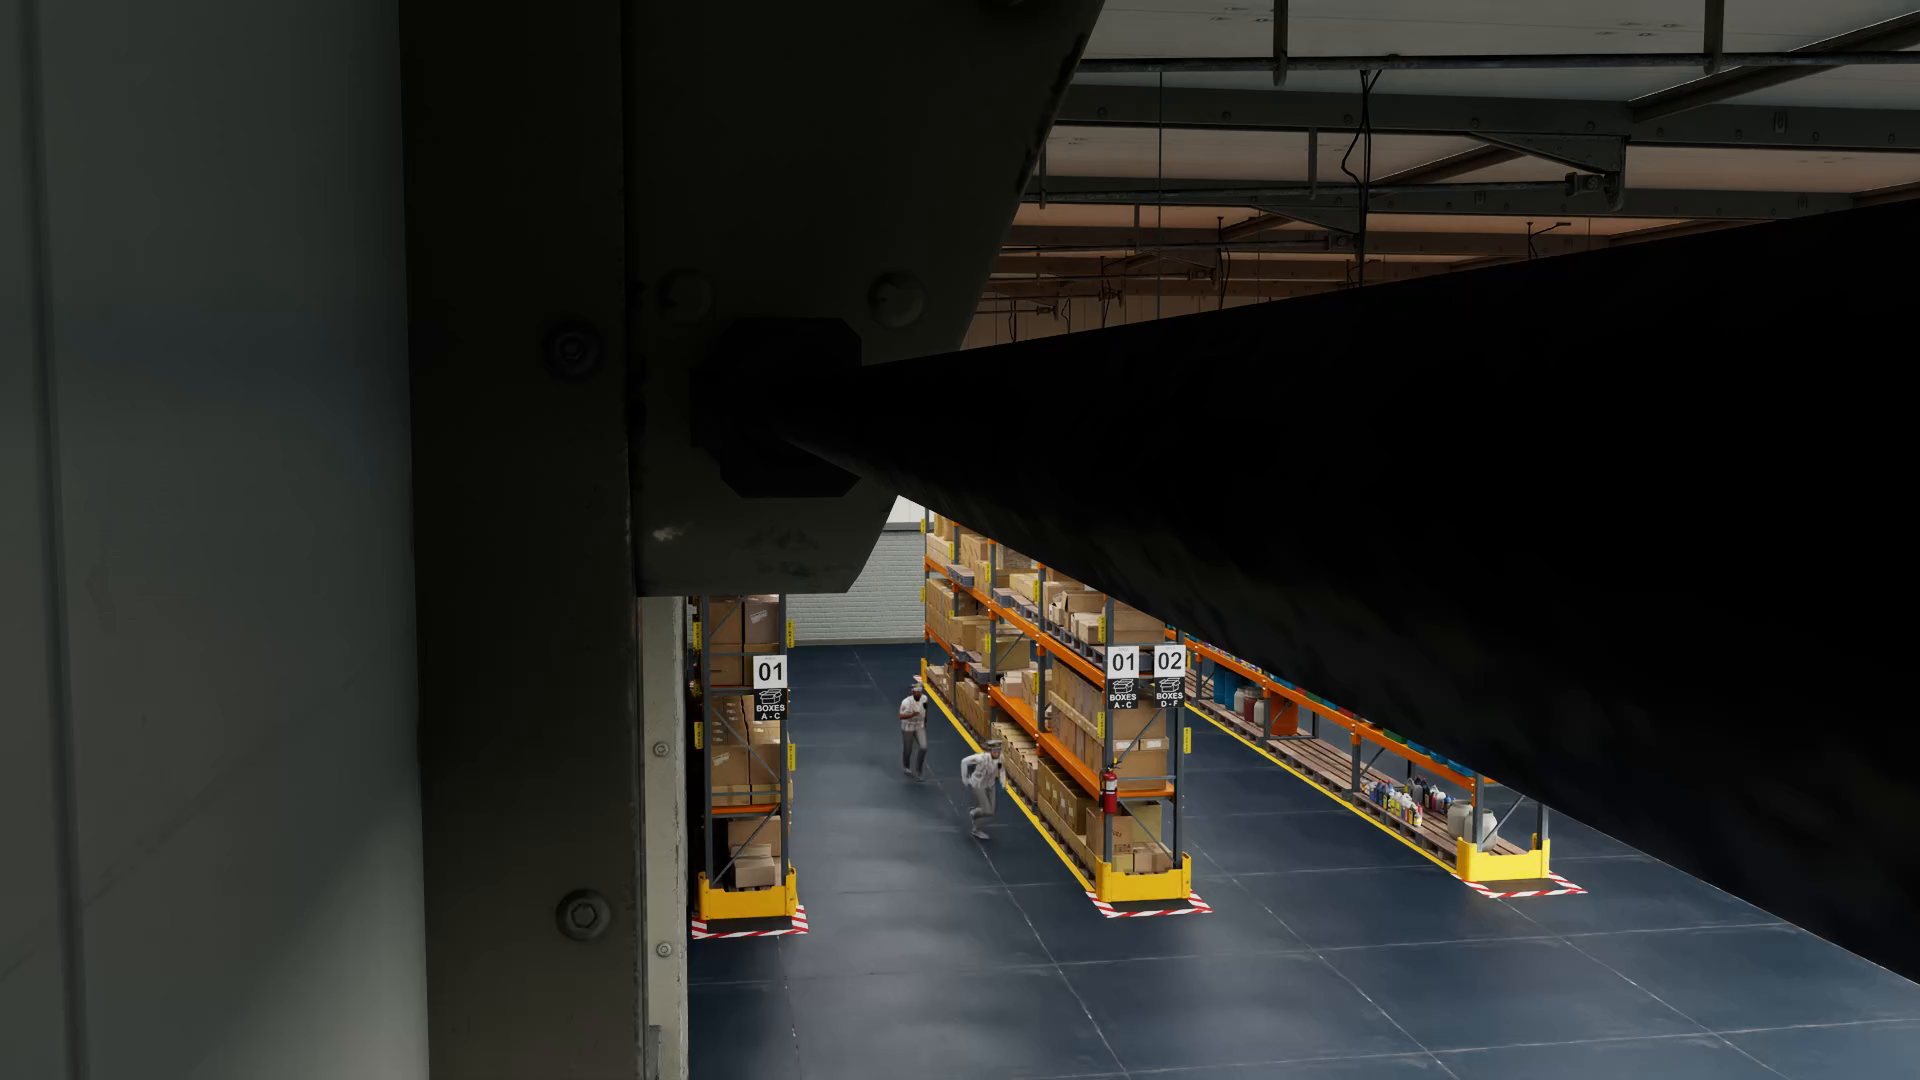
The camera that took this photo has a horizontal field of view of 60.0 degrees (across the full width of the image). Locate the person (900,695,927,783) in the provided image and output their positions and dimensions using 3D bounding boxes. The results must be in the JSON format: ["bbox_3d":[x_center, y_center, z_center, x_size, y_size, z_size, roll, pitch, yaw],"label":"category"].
[{"bbox_3d":[-0.775,3.216,27.257,0.526,1.446,0.820,-1,5,-16],"label":"person"}]

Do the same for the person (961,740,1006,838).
[{"bbox_3d":[0.340,3.531,23.495,0.641,1.491,0.749,-3,6,-29],"label":"person"}]
